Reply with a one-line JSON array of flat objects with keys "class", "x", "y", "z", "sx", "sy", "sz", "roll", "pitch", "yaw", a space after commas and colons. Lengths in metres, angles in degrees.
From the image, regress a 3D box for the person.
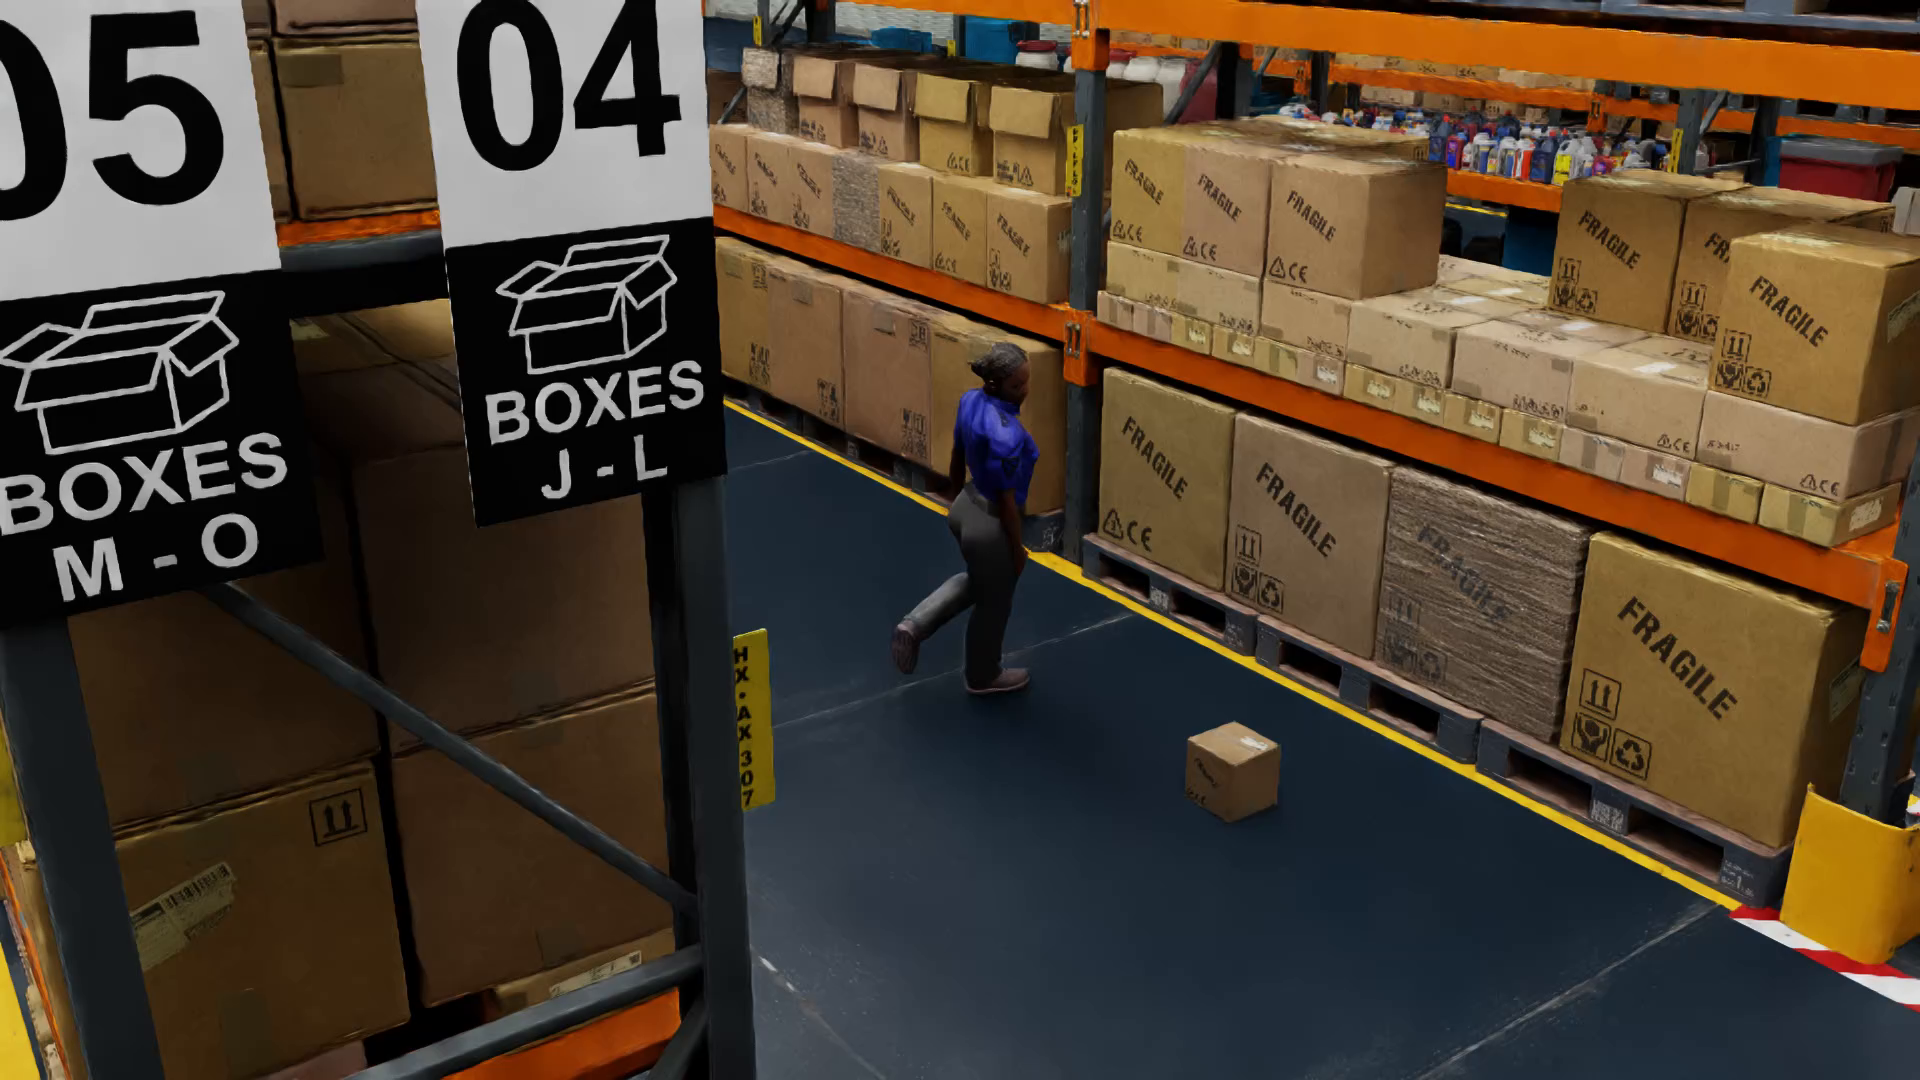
[{"class": "person", "x": 0.077, "y": -0.036, "z": 6.720, "sx": 0.613, "sy": 1.597, "sz": 0.563, "roll": -9, "pitch": 23, "yaw": -22}]
